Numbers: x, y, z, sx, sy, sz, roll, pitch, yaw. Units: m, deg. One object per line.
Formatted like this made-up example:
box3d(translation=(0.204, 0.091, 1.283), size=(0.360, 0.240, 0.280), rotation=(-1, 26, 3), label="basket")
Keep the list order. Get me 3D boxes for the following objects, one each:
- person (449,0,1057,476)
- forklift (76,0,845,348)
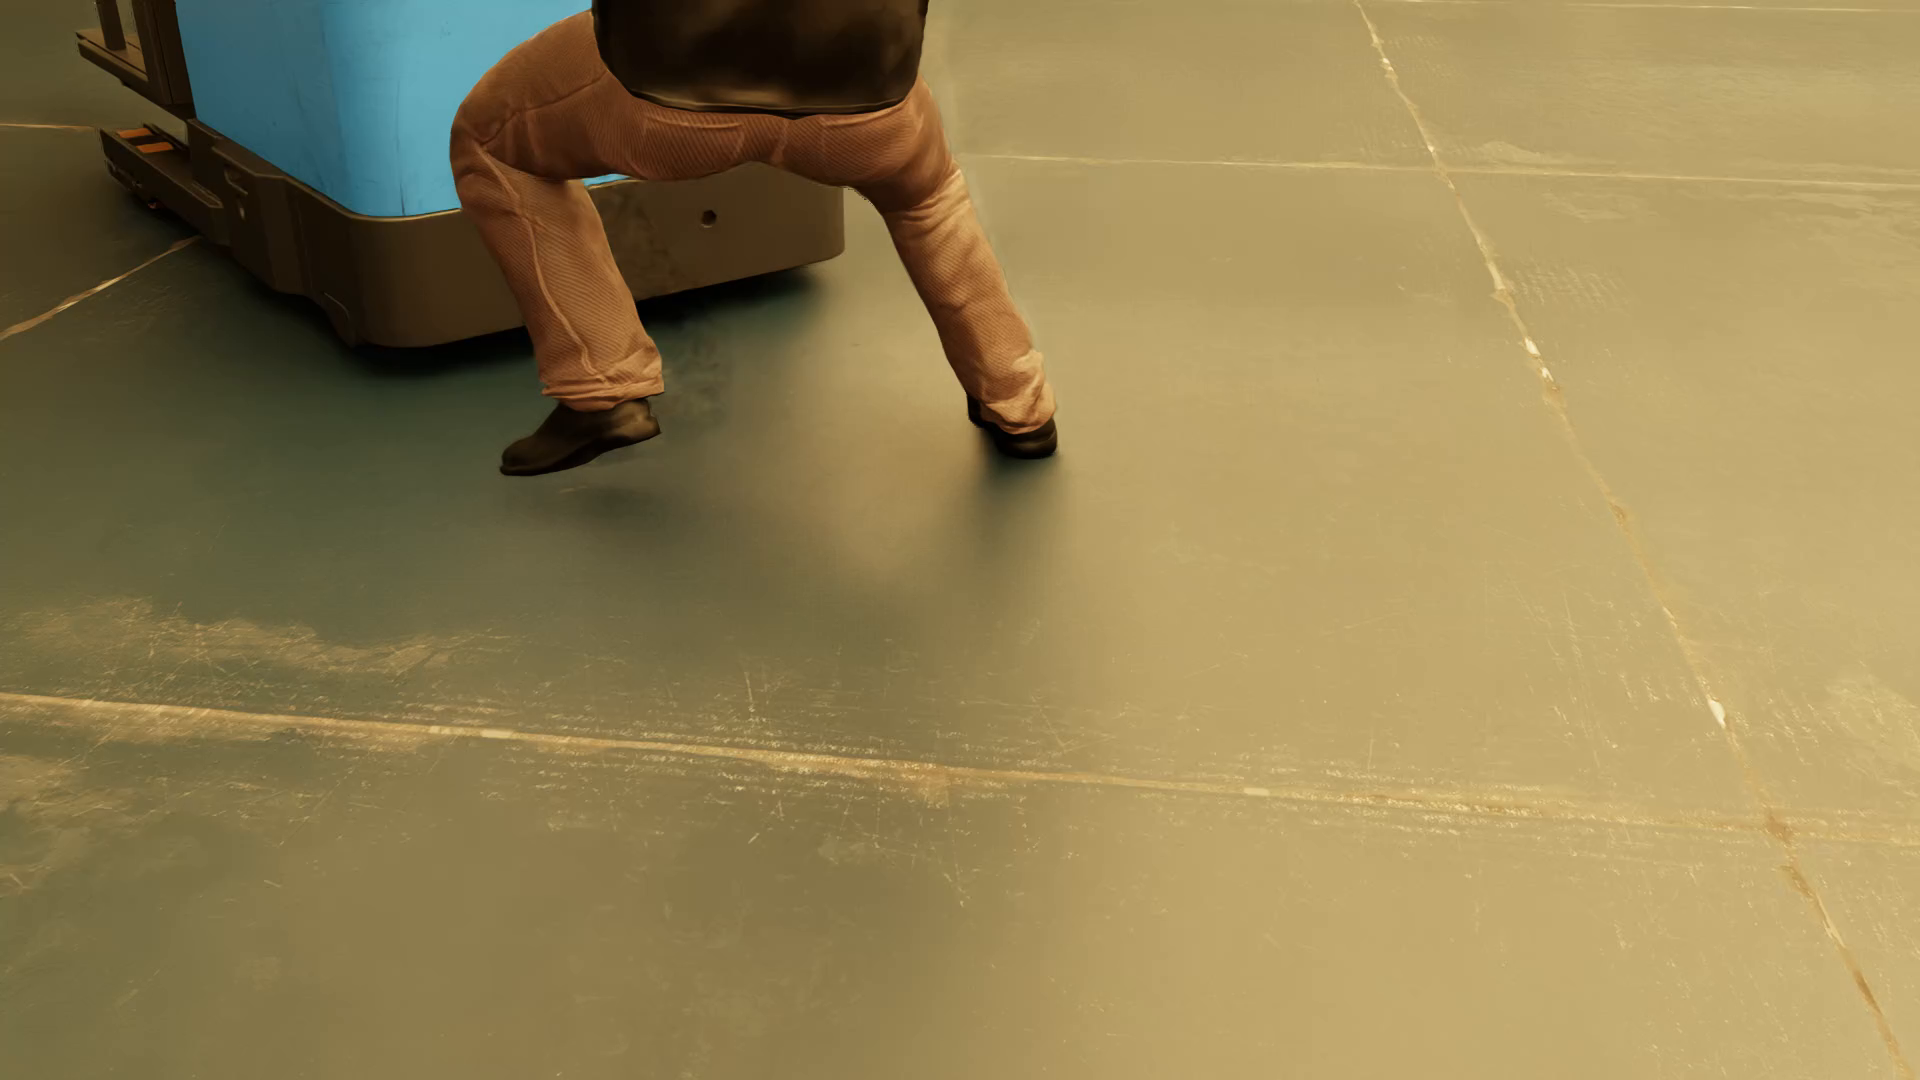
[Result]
box3d(translation=(-0.300, -0.776, 2.377), size=(0.988, 1.503, 0.771), rotation=(-8, 27, -15), label="person")
box3d(translation=(-1.550, -2.256, 3.739), size=(1.130, 2.935, 3.031), rotation=(-19, 32, -33), label="forklift")
